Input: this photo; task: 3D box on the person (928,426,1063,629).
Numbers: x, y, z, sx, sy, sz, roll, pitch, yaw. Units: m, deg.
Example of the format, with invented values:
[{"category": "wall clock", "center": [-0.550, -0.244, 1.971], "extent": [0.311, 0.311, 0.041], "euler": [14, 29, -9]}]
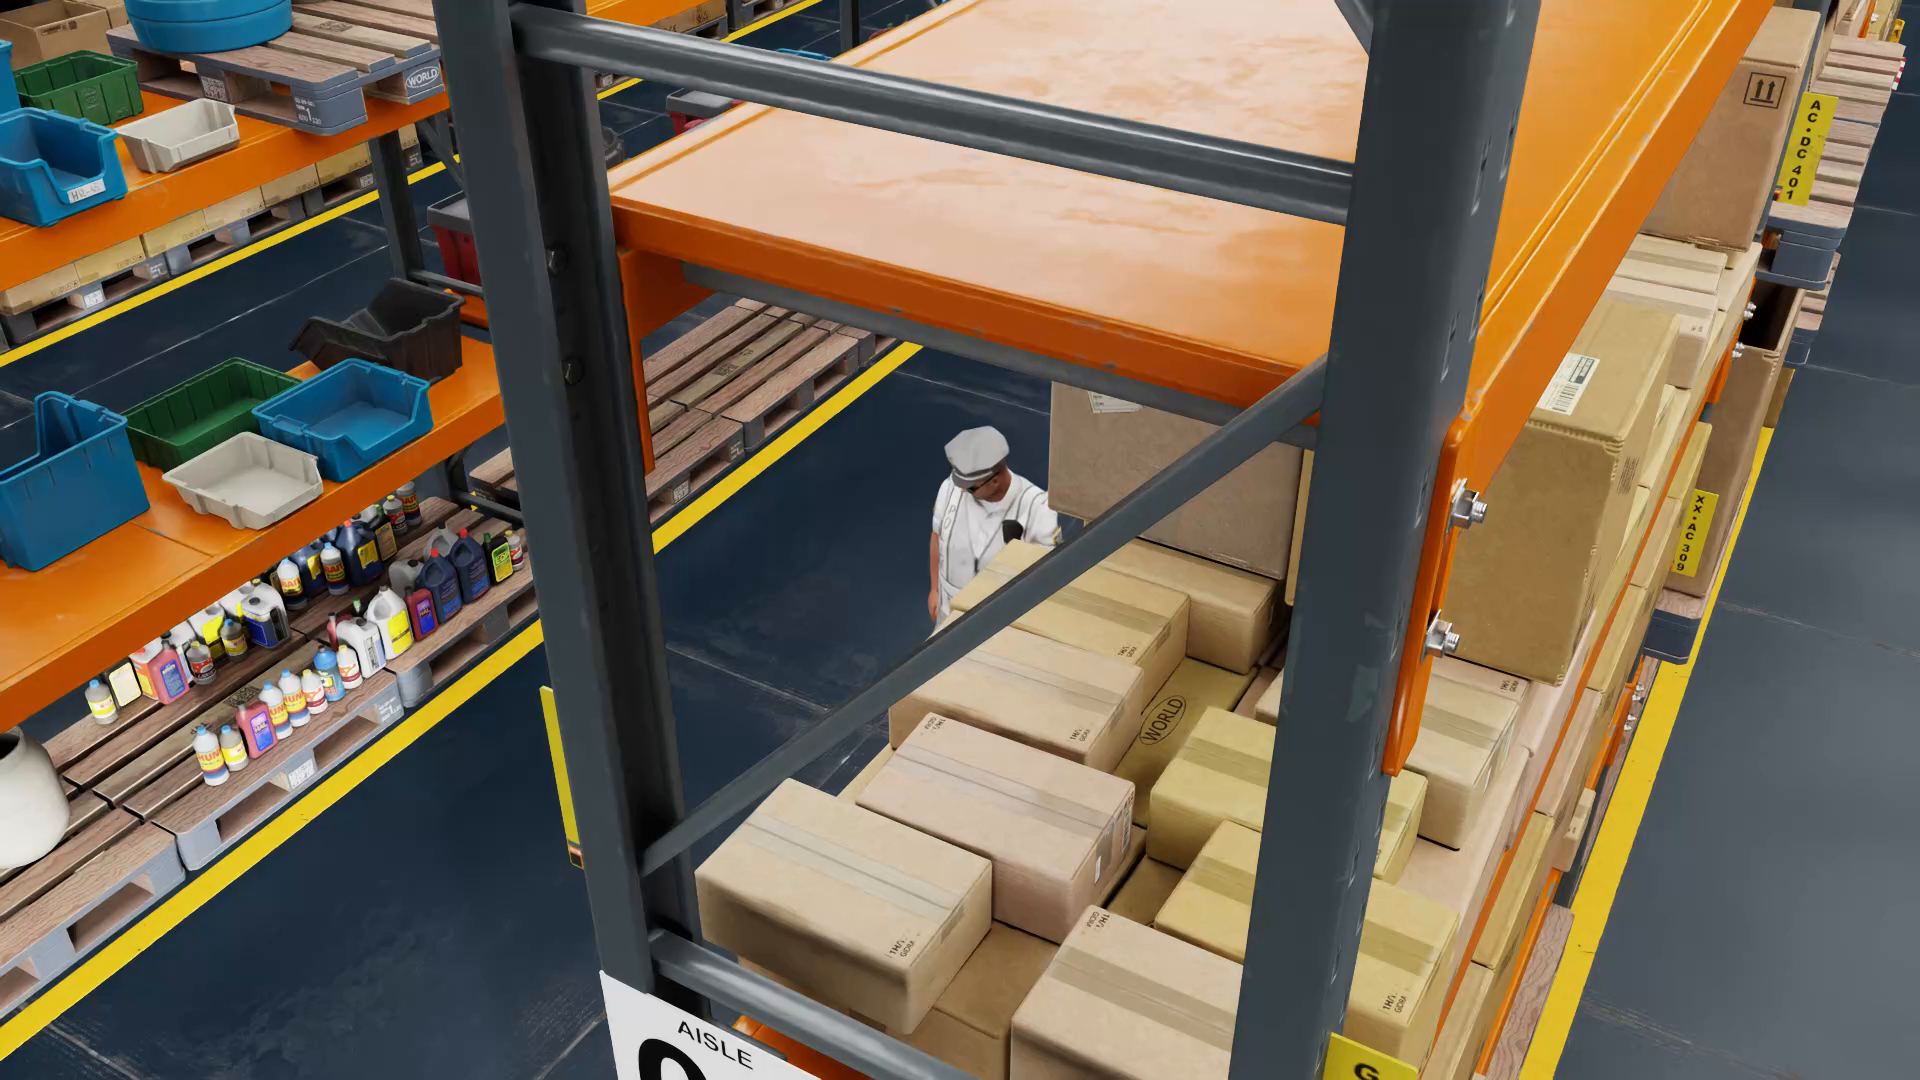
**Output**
[{"category": "person", "center": [0.148, 0.326, 6.927], "extent": [0.635, 1.787, 0.417], "euler": [10, 35, 14]}]
